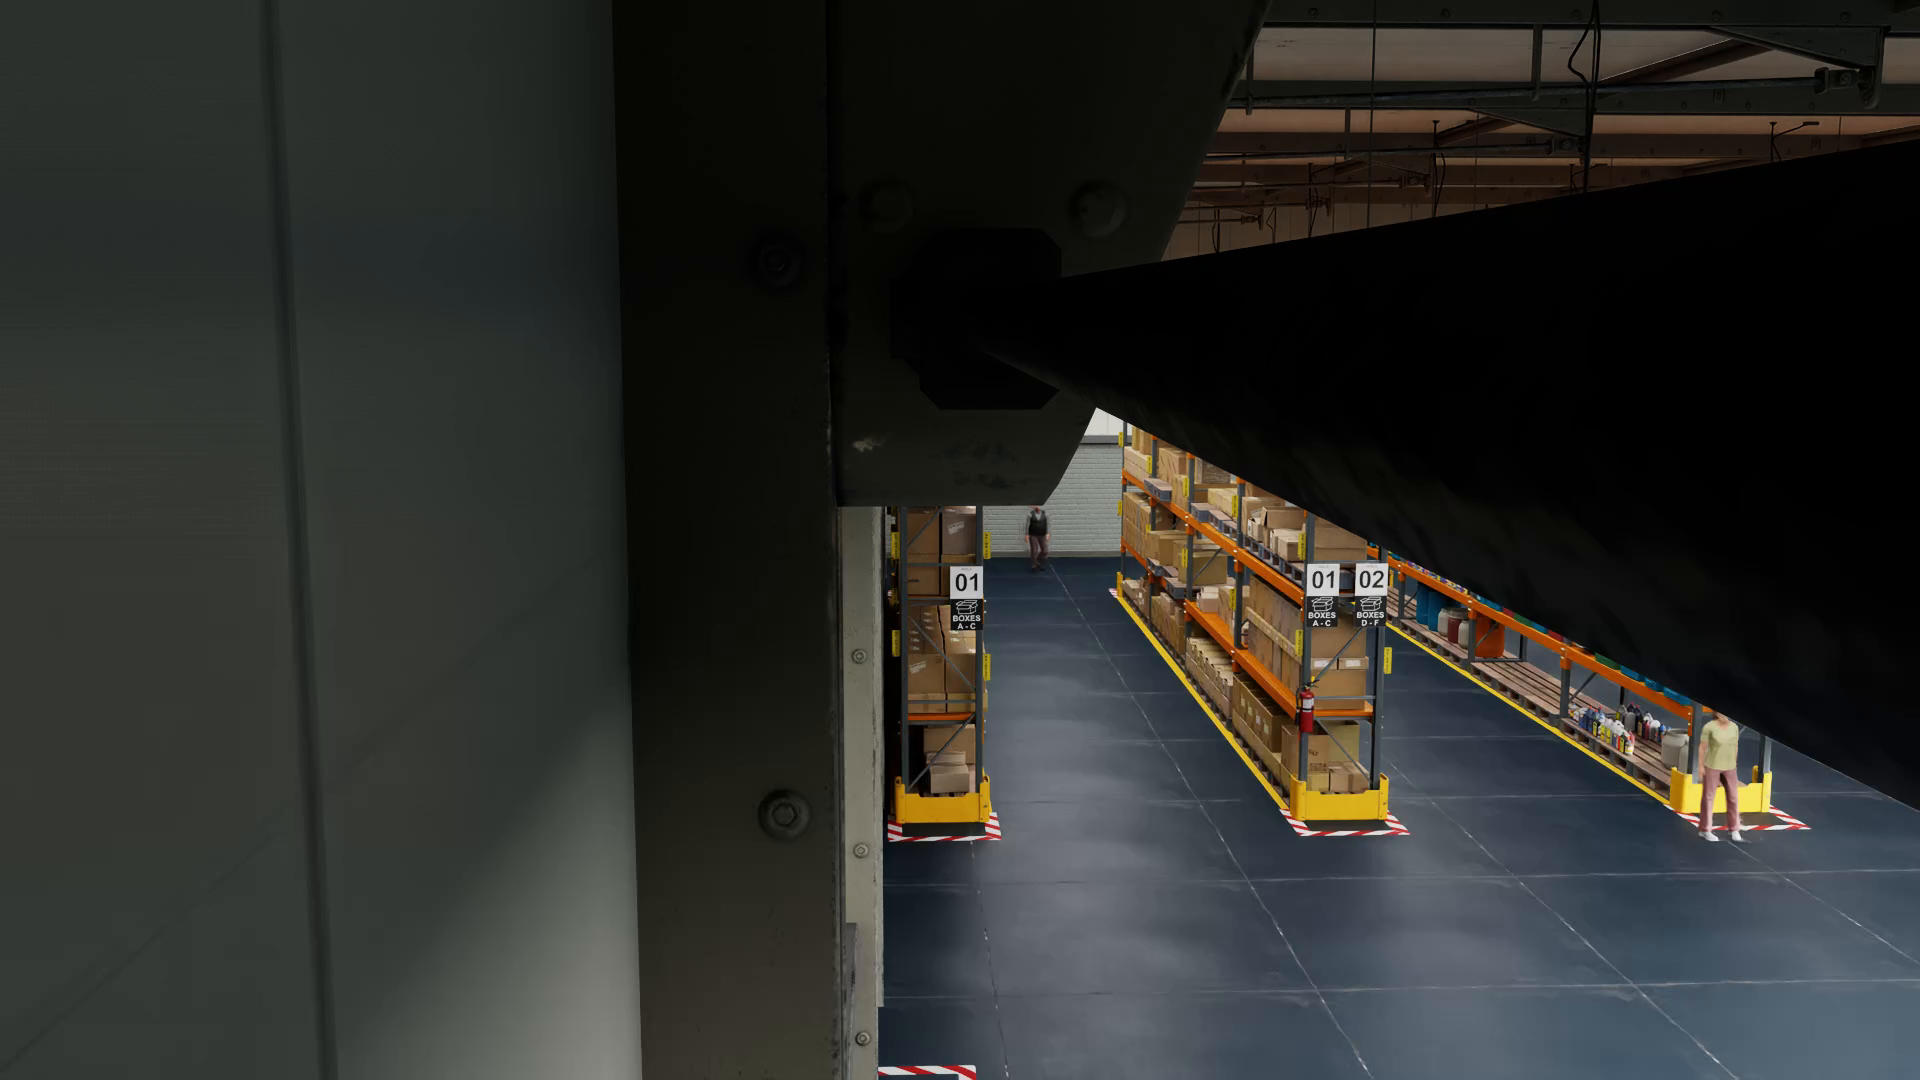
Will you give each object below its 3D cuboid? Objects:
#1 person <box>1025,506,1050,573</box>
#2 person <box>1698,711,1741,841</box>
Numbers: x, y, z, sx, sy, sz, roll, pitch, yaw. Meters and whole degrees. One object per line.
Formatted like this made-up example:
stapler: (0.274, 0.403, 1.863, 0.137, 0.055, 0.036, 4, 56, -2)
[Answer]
person: (1.853, -0.086, 39.631, 0.583, 1.729, 0.440, -4, 9, -27)
person: (9.072, 2.732, 19.778, 0.522, 1.674, 0.403, 0, 8, 1)
